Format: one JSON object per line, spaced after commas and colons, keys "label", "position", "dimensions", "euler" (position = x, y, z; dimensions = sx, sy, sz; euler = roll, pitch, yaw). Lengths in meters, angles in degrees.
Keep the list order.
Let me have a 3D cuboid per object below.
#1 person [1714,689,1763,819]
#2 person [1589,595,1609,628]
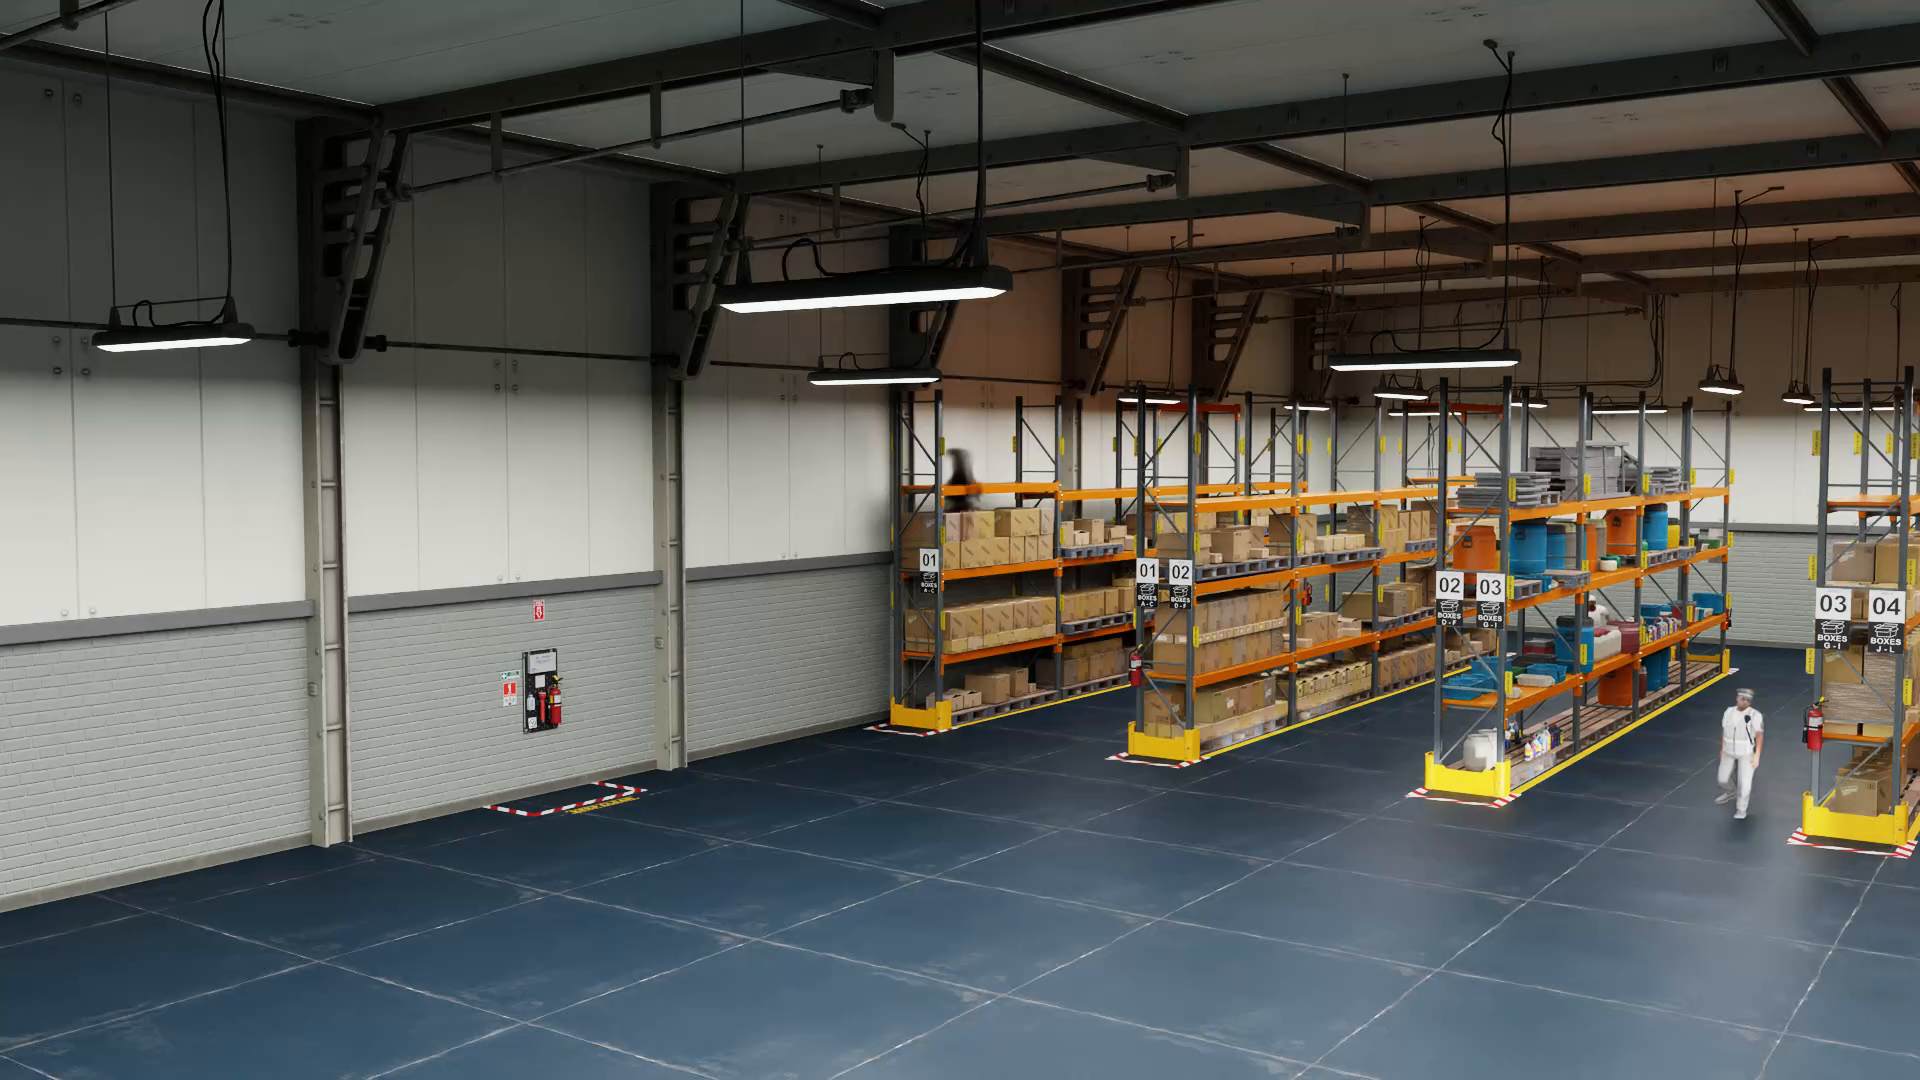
{"label": "person", "position": [10.526, 2.851, 22.487], "dimensions": [0.605, 1.740, 0.711], "euler": [-3, 4, -43]}
{"label": "person", "position": [14.015, 2.060, 36.836], "dimensions": [0.721, 1.733, 0.977], "euler": [2, 4, 28]}
